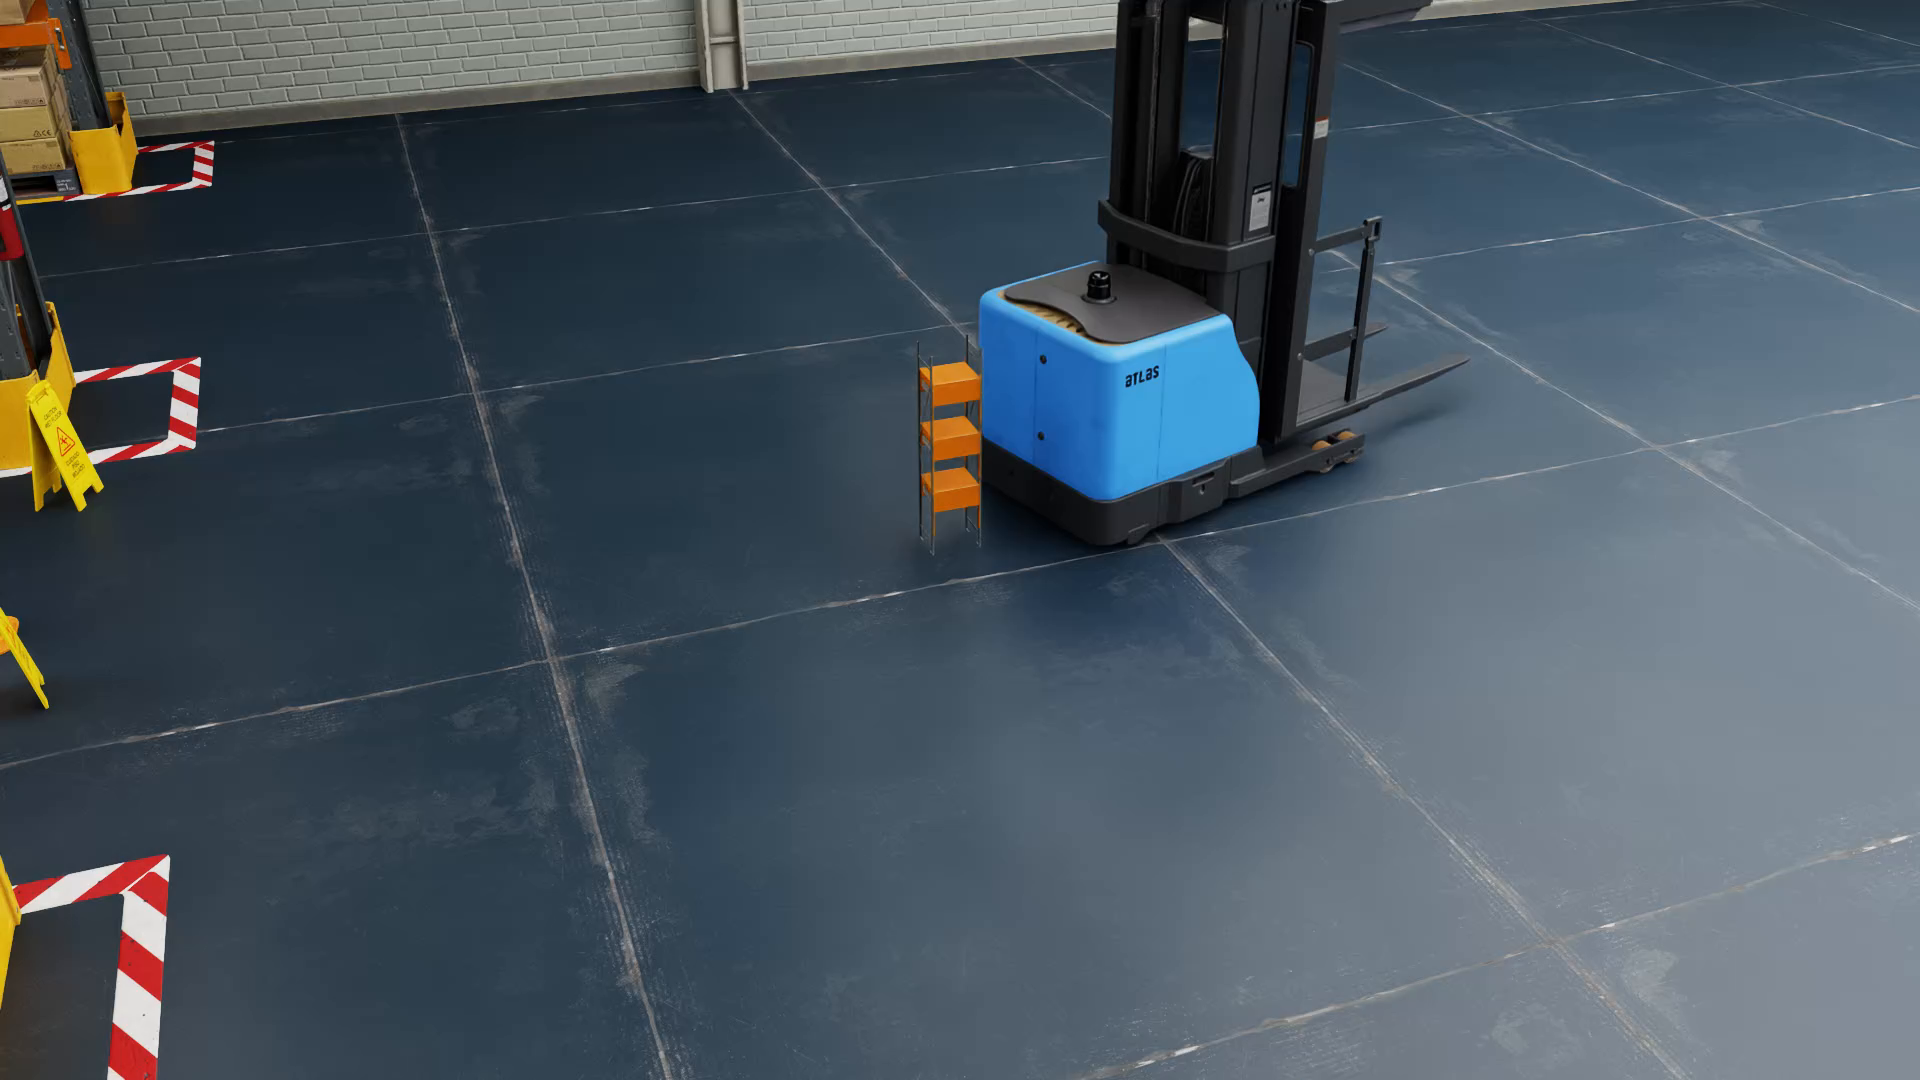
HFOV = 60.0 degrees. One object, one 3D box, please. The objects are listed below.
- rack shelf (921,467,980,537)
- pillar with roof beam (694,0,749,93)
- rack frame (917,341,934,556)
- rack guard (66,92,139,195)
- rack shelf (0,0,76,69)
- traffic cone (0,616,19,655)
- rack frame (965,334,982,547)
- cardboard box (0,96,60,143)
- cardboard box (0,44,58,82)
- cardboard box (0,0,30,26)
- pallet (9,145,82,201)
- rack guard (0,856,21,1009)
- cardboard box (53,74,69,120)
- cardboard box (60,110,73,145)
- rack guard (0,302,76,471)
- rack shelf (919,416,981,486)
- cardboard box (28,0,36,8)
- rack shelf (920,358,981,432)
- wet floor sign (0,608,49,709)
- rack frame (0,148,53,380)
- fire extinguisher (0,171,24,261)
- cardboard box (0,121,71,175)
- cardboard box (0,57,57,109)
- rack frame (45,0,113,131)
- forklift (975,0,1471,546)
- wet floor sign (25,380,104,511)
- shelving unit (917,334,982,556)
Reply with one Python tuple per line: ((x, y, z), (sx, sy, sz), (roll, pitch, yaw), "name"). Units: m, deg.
((-0.050, -0.196, 8.117), (0.240, 0.259, 0.215), (-10, 31, -18), "rack shelf")
((-0.741, -6.223, 10.082), (0.400, 9.000, 9.100), (-10, 31, -18), "pillar with roof beam")
((-0.164, -0.426, 7.937), (0.008, 1.050, 0.200), (-10, 31, -18), "rack frame")
((-6.876, -3.198, 13.358), (0.348, 0.500, 1.175), (-10, 31, -18), "rack guard")
((-8.773, -3.622, 12.304), (4.000, 0.370, 1.077), (-10, 31, -18), "rack shelf")
((-4.411, 0.254, 7.337), (0.334, 0.463, 0.336), (-10, 31, -18), "traffic cone")
((0.064, -0.468, 8.011), (0.008, 1.050, 0.200), (-10, 31, -18), "rack frame")
((-7.245, -3.256, 12.783), (0.500, 0.250, 0.500), (-11, 31, -18), "cardboard box")
((-7.415, -3.707, 13.070), (0.500, 0.250, 0.500), (-11, 31, -18), "cardboard box")
((-7.268, -4.117, 12.344), (0.500, 0.500, 0.500), (-11, 32, -19), "cardboard box")
((-7.600, -2.917, 13.157), (1.213, 0.211, 1.003), (-10, 31, -18), "pallet")
((-3.321, 1.383, 5.317), (0.348, 0.500, 1.175), (-10, 31, -18), "rack guard")
((-7.411, -3.500, 13.212), (0.500, 0.250, 0.500), (-10, 31, -17), "cardboard box")
((-7.427, -3.274, 13.319), (0.500, 0.250, 0.500), (-10, 31, -17), "cardboard box")
((-5.235, -0.878, 9.287), (0.348, 0.500, 1.175), (-10, 31, -18), "rack guard")
((-0.050, -0.438, 7.979), (0.240, 0.259, 0.215), (-10, 31, -18), "rack shelf")
((-7.459, -4.367, 12.783), (0.500, 0.500, 0.500), (-9, 31, -16), "cardboard box")
((-0.050, -0.684, 7.839), (0.240, 0.259, 0.215), (-10, 31, -18), "rack shelf")
((-4.007, 0.401, 6.895), (0.232, 0.644, 0.267), (-16, 33, -26), "wet floor sign")
((-5.164, -1.978, 8.691), (0.127, 3.000, 1.000), (-10, 31, -18), "rack frame")
((-4.896, -1.750, 8.370), (0.183, 0.674, 0.296), (-10, 31, -18), "fire extinguisher")
((-7.229, -3.040, 12.909), (0.500, 0.250, 0.500), (-10, 31, -17), "cardboard box")
((-7.221, -3.478, 12.668), (0.500, 0.250, 0.500), (-9, 31, -16), "cardboard box")
((-6.898, -4.280, 12.732), (0.127, 3.000, 1.000), (-10, 31, -18), "rack frame")
((1.563, -1.821, 8.485), (3.031, 2.935, 1.130), (-21, 36, -32), "forklift")
((-4.613, -0.491, 8.460), (0.232, 0.644, 0.267), (0, 30, 0), "wet floor sign")
((-0.050, -0.447, 7.974), (0.252, 1.050, 0.215), (-10, 31, -18), "shelving unit")
